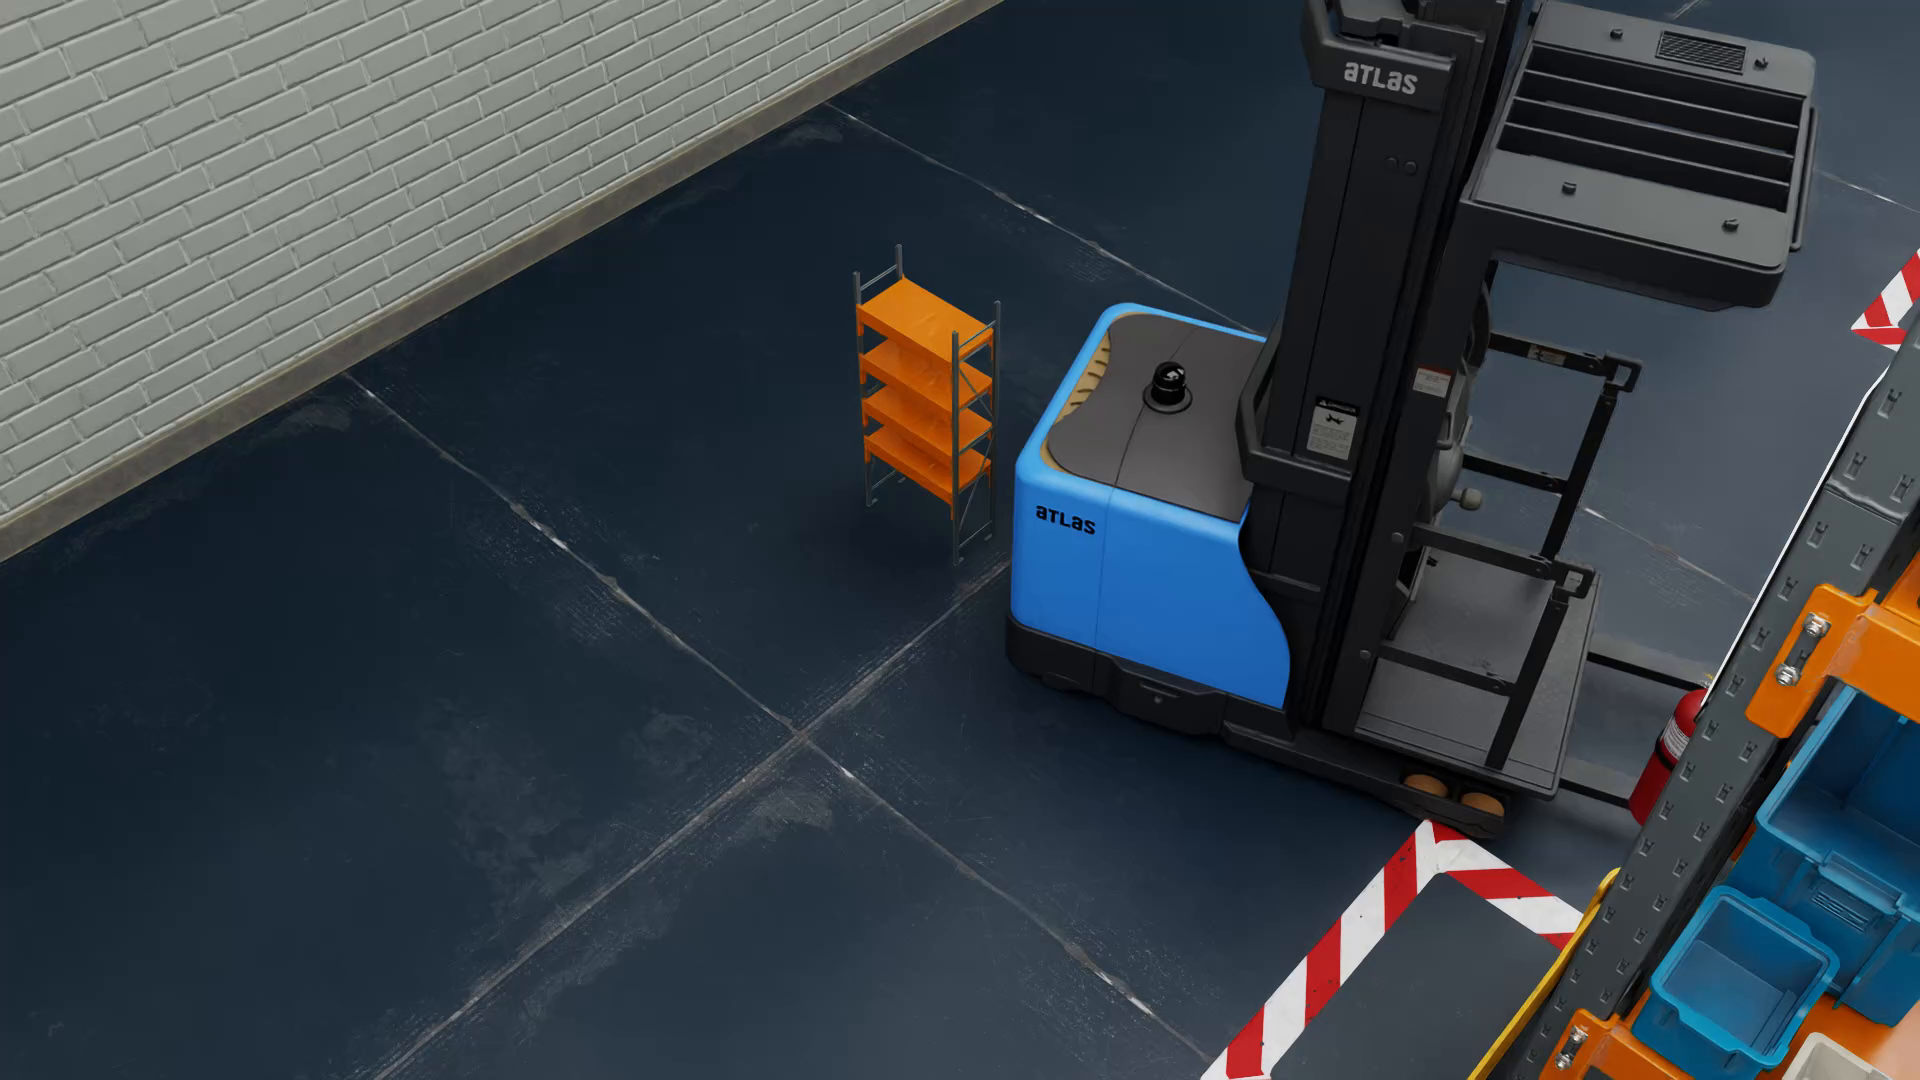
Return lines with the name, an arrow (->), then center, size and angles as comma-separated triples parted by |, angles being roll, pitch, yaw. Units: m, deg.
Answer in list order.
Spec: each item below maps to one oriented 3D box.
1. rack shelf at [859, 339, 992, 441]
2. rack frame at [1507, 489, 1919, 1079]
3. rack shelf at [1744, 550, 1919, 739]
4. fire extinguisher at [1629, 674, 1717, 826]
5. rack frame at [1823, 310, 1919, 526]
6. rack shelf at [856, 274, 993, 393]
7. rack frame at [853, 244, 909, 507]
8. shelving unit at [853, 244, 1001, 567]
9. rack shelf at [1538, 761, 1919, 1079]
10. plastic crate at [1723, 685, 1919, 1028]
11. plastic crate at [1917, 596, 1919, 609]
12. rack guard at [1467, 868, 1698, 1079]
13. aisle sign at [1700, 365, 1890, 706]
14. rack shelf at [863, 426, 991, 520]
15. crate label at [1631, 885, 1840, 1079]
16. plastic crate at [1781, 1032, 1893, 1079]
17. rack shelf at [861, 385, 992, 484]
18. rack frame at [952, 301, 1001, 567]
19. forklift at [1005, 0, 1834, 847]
rack shelf -> -0.122, -0.600, 6.275 | 0.480, 0.148, 0.258 | 34, 55, 28
rack frame -> 1.794, 0.706, 4.029 | 0.127, 3.000, 1.000 | 34, 55, 28
rack shelf -> 3.264, 0.915, 2.270 | 4.000, 0.370, 1.077 | 34, 55, 28
fire extinguisher -> 1.991, 0.542, 4.492 | 0.183, 0.674, 0.296 | 34, 55, 28
rack frame -> 1.794, -1.347, 1.842 | 0.127, 3.000, 1.000 | 34, 55, 28
rack shelf -> -0.122, -0.762, 6.103 | 0.480, 0.148, 0.258 | 34, 55, 28
rack frame -> -0.301, -0.613, 6.503 | 0.015, 1.200, 0.240 | 34, 55, 28
shelving unit -> -0.122, -0.493, 6.389 | 0.503, 1.200, 0.258 | 34, 55, 28
rack shelf -> 3.264, 1.941, 3.363 | 4.000, 0.370, 1.077 | 34, 55, 28
plastic crate -> 2.167, 0.739, 3.933 | 0.499, 0.435, 0.616 | 34, 55, 28
plastic crate -> 1.888, 0.064, 2.665 | 0.590, 0.269, 0.497 | 34, 55, 28
rack guard -> 1.767, 1.557, 4.945 | 0.348, 0.500, 1.175 | 34, 55, 28
aisle sign -> 1.540, -0.060, 2.966 | 0.004, 0.787, 0.394 | 34, 55, 28
rack shelf -> -0.122, -0.311, 6.583 | 0.480, 0.148, 0.258 | 34, 55, 28
crate label -> 1.752, 1.041, 3.788 | 0.303, 0.233, 0.416 | 34, 55, 28
plastic crate -> 1.932, 1.277, 3.633 | 0.298, 0.136, 0.250 | 34, 55, 28
rack shelf -> -0.122, -0.446, 6.438 | 0.480, 0.148, 0.258 | 34, 55, 28
rack frame -> 0.058, -0.372, 6.276 | 0.015, 1.200, 0.240 | 34, 55, 28
forklift -> 1.735, -0.414, 5.128 | 3.031, 2.935, 1.130 | 17, 49, 16
